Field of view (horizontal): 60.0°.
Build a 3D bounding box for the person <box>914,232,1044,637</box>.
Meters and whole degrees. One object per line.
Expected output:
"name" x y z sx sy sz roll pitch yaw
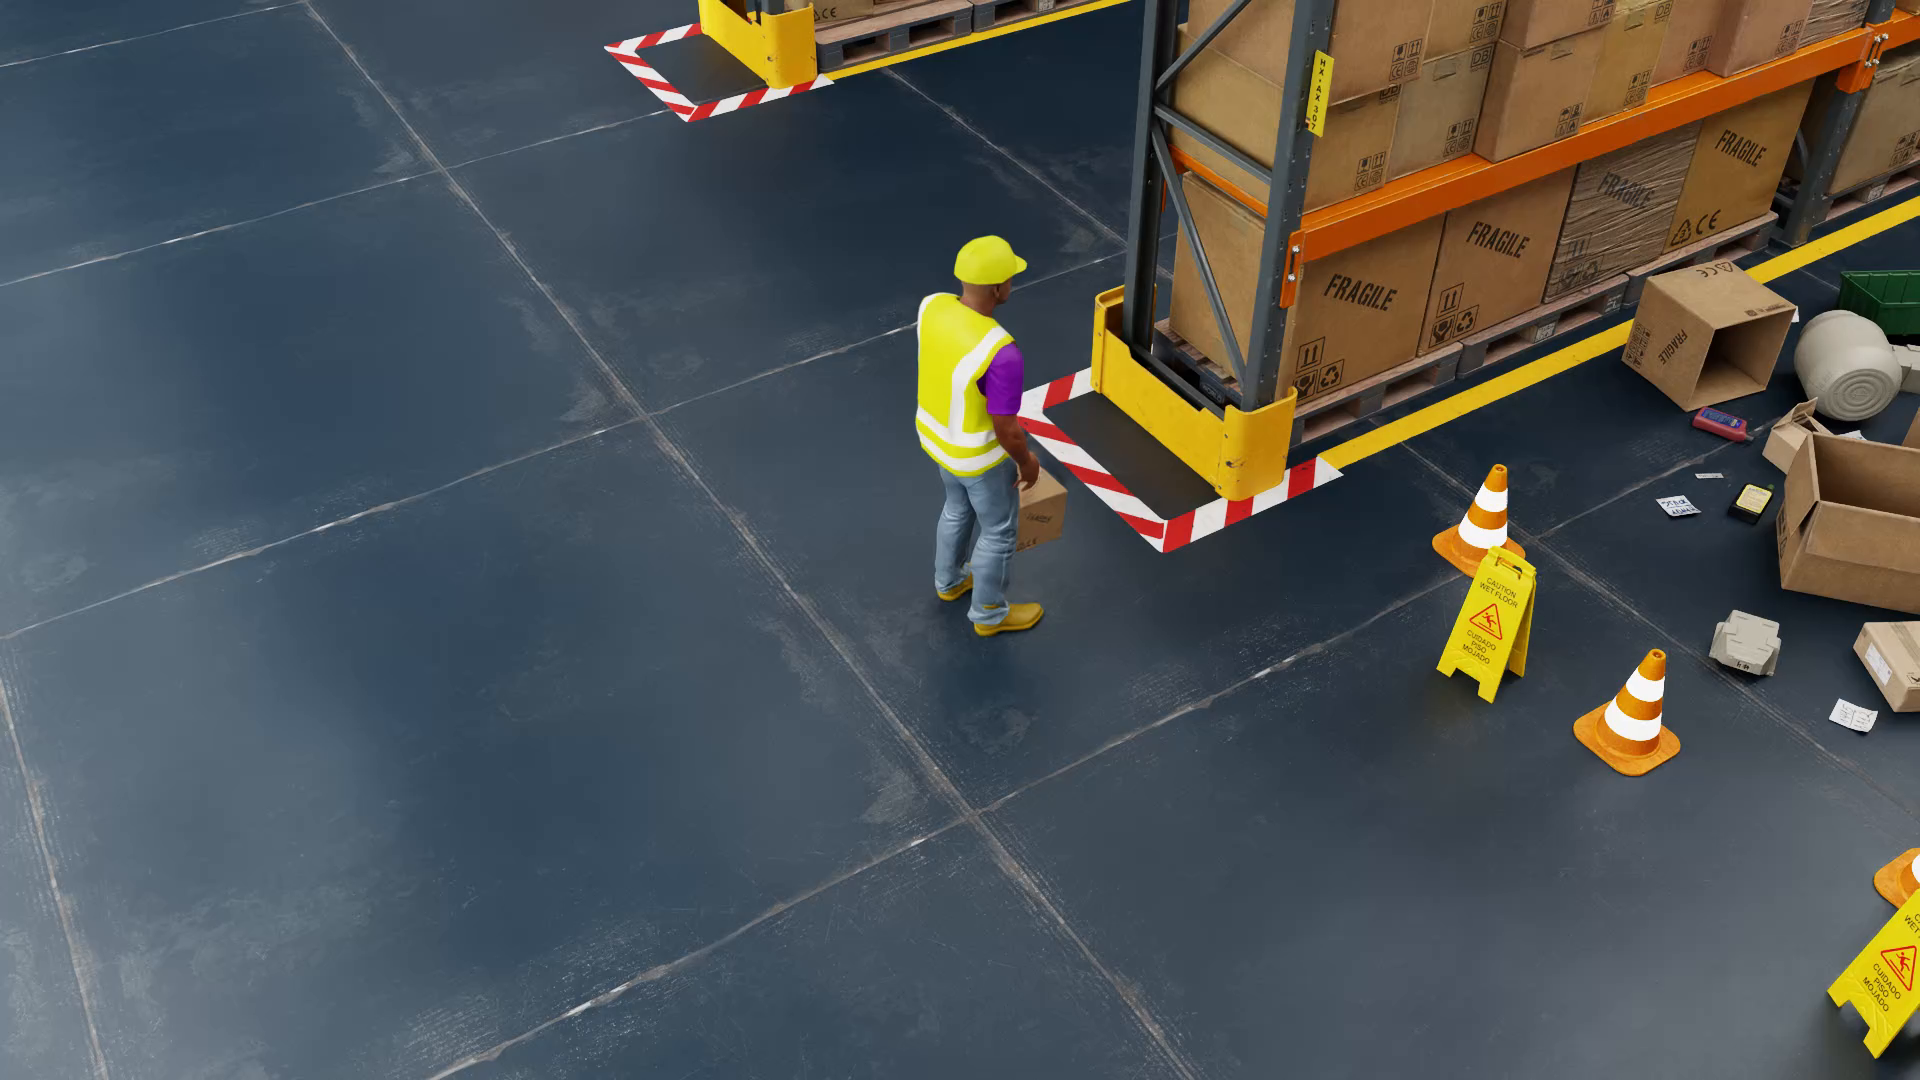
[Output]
"person" 0.070 -0.408 6.622 0.461 1.759 0.628 -25 46 -26
